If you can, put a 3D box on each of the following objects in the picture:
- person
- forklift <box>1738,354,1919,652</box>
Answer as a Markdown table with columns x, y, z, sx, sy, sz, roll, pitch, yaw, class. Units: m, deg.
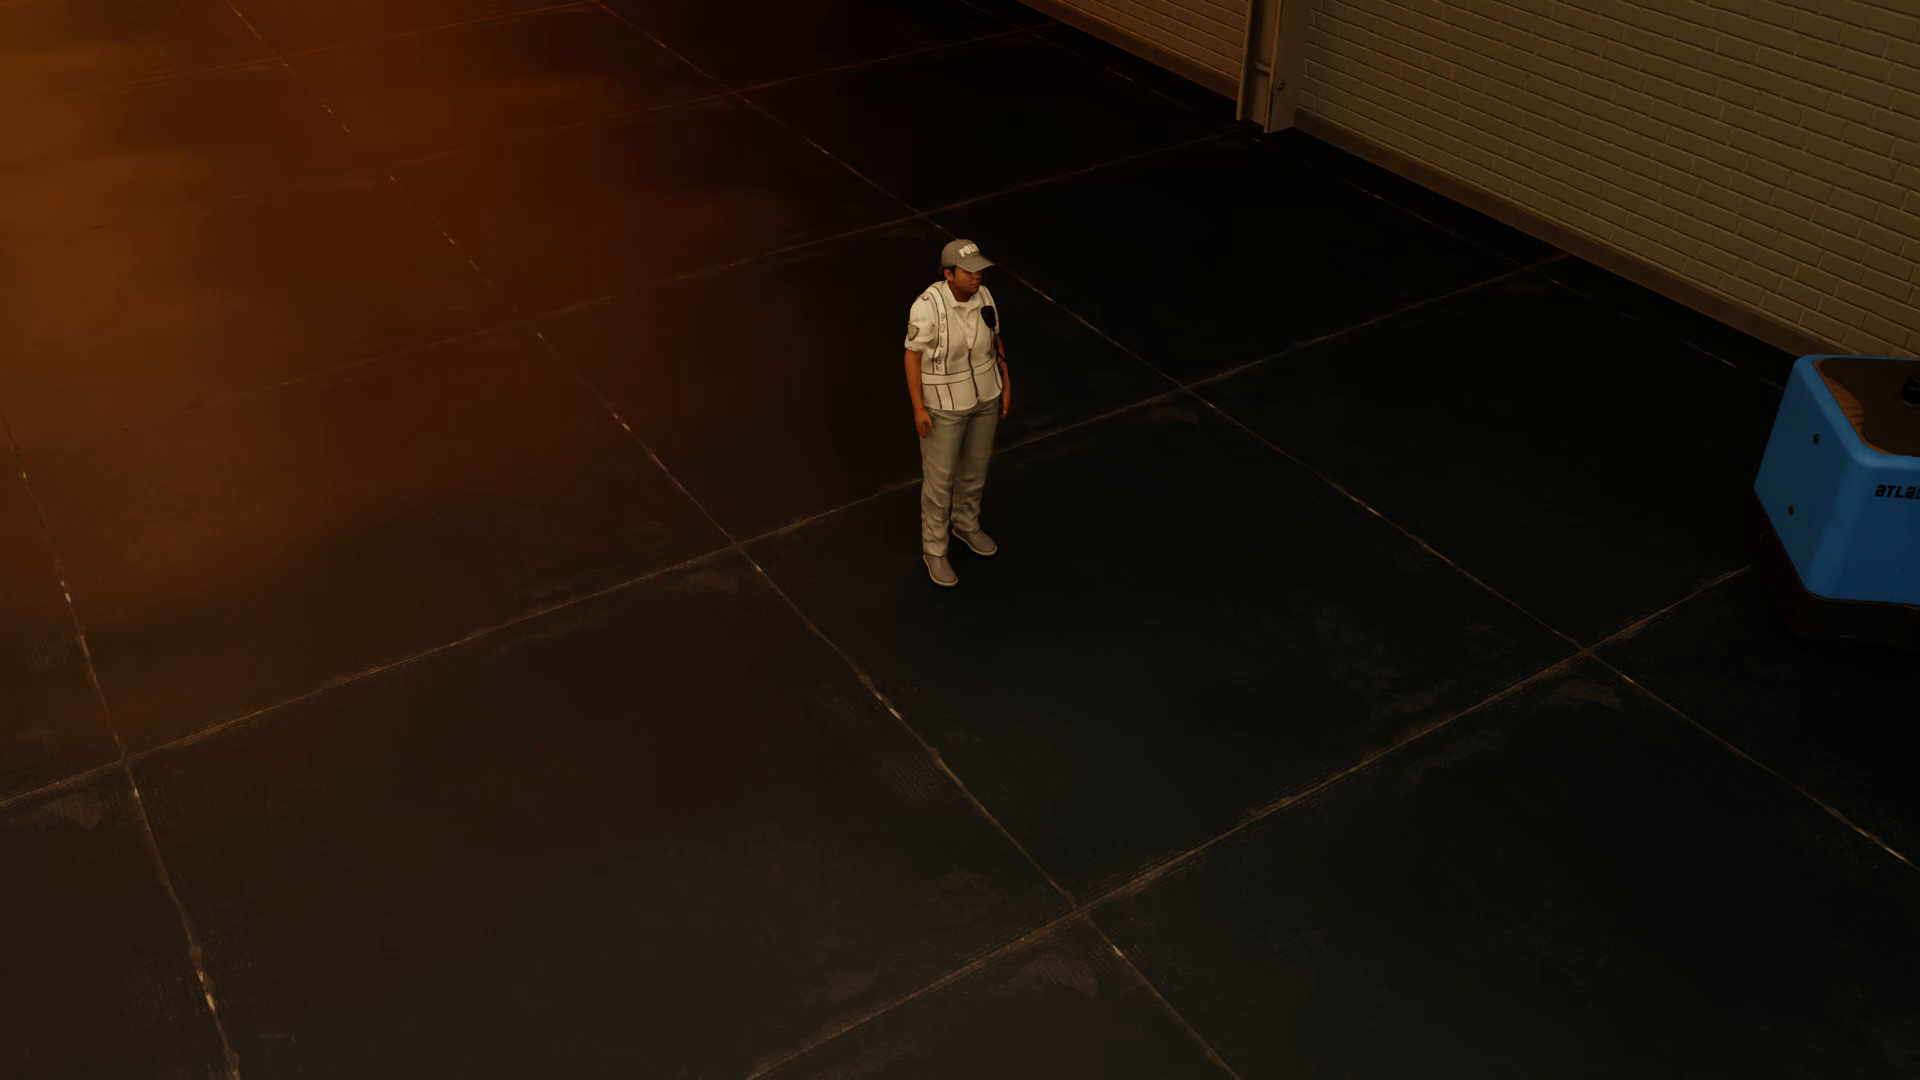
| x | y | z | sx | sy | sz | roll | pitch | yaw | class |
| --- | --- | --- | --- | --- | --- | --- | --- | --- | --- |
| 0.022 | -0.643 | 8.151 | 0.598 | 1.670 | 0.529 | -21 | 40 | -27 | person |
| 5.520 | -0.875 | 7.393 | 3.031 | 2.935 | 1.130 | 4 | 35 | 5 | forklift |
